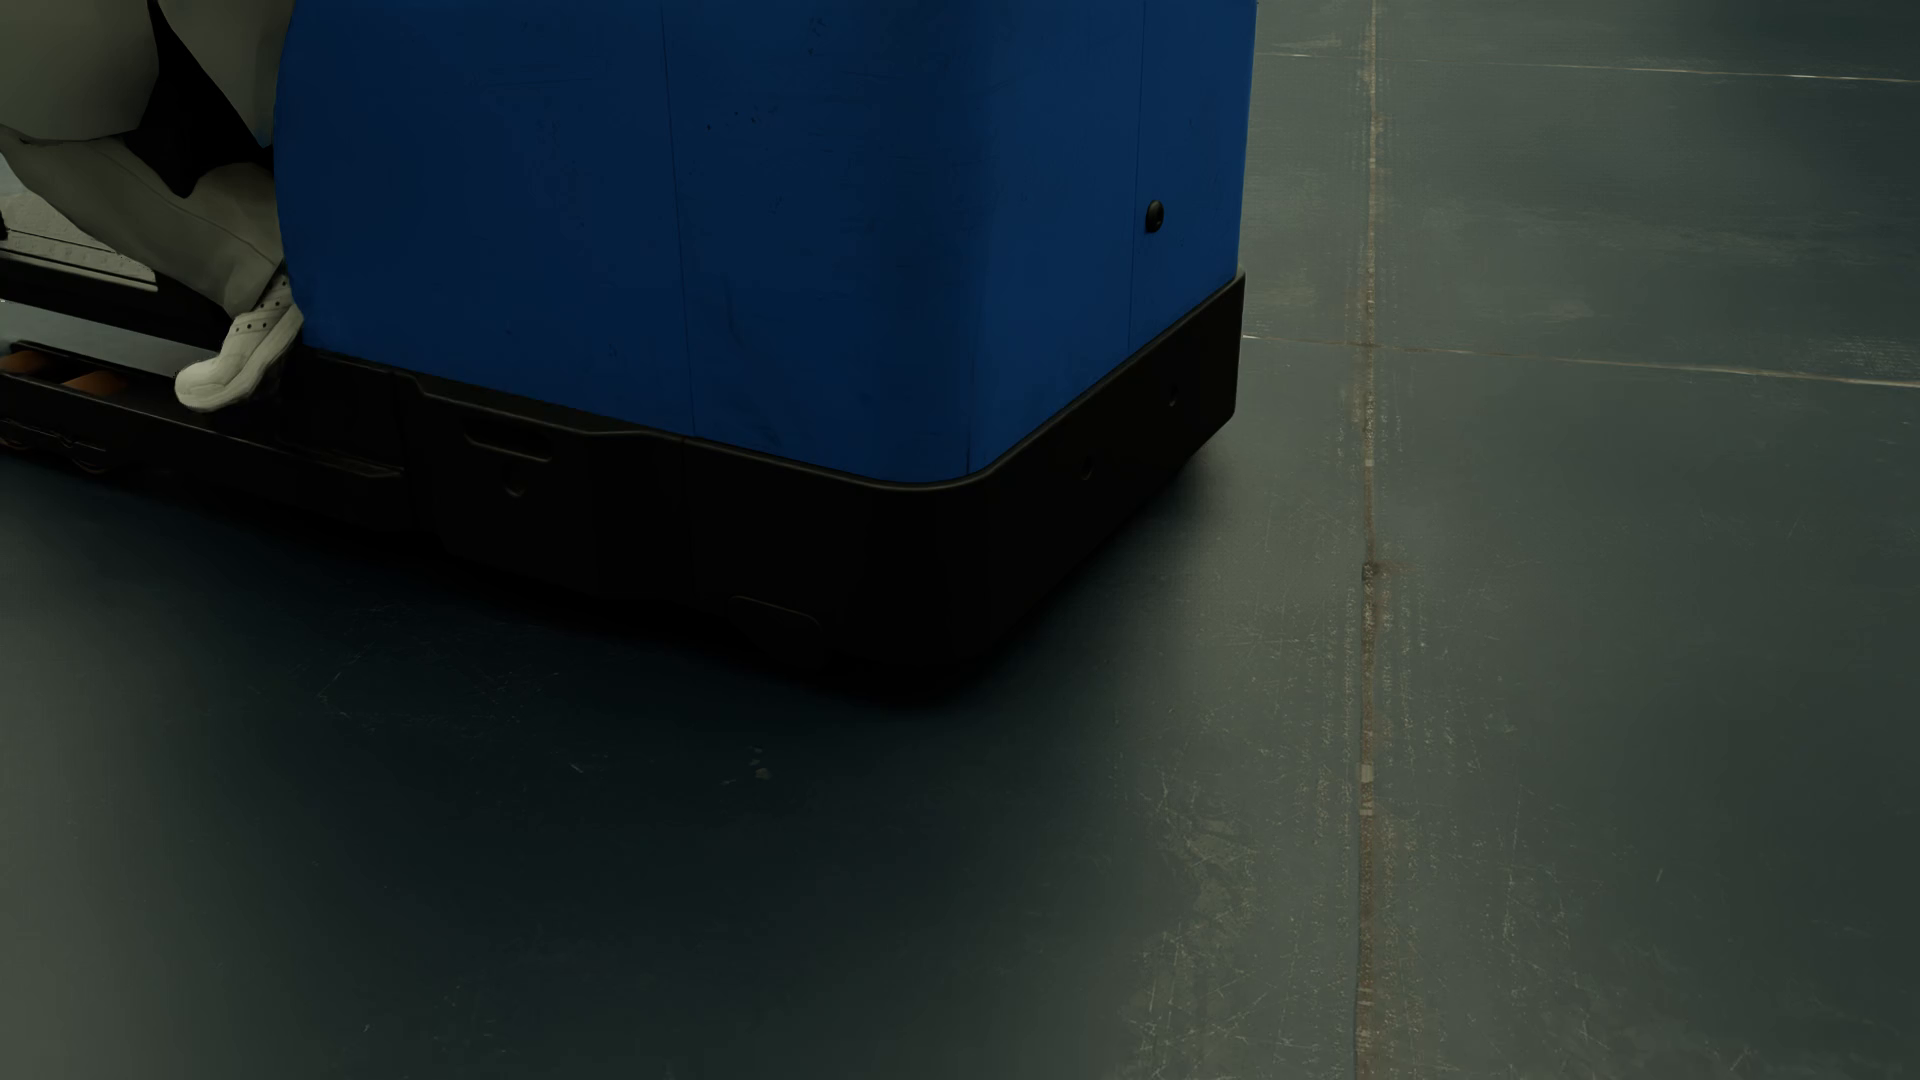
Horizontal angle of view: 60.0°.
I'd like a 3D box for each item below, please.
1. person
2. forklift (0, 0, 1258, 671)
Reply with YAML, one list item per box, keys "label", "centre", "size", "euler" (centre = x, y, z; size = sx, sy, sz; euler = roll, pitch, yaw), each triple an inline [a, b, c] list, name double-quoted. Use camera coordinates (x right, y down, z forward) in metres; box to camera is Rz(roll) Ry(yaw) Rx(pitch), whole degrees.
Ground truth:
- label: "person"
  centre: [-1.084, -0.887, 2.299]
  size: [0.798, 1.672, 0.744]
  euler: [-16, 31, -28]
- label: "forklift"
  centre: [-1.084, -1.607, 2.431]
  size: [3.031, 2.935, 1.130]
  euler: [14, 30, 26]
